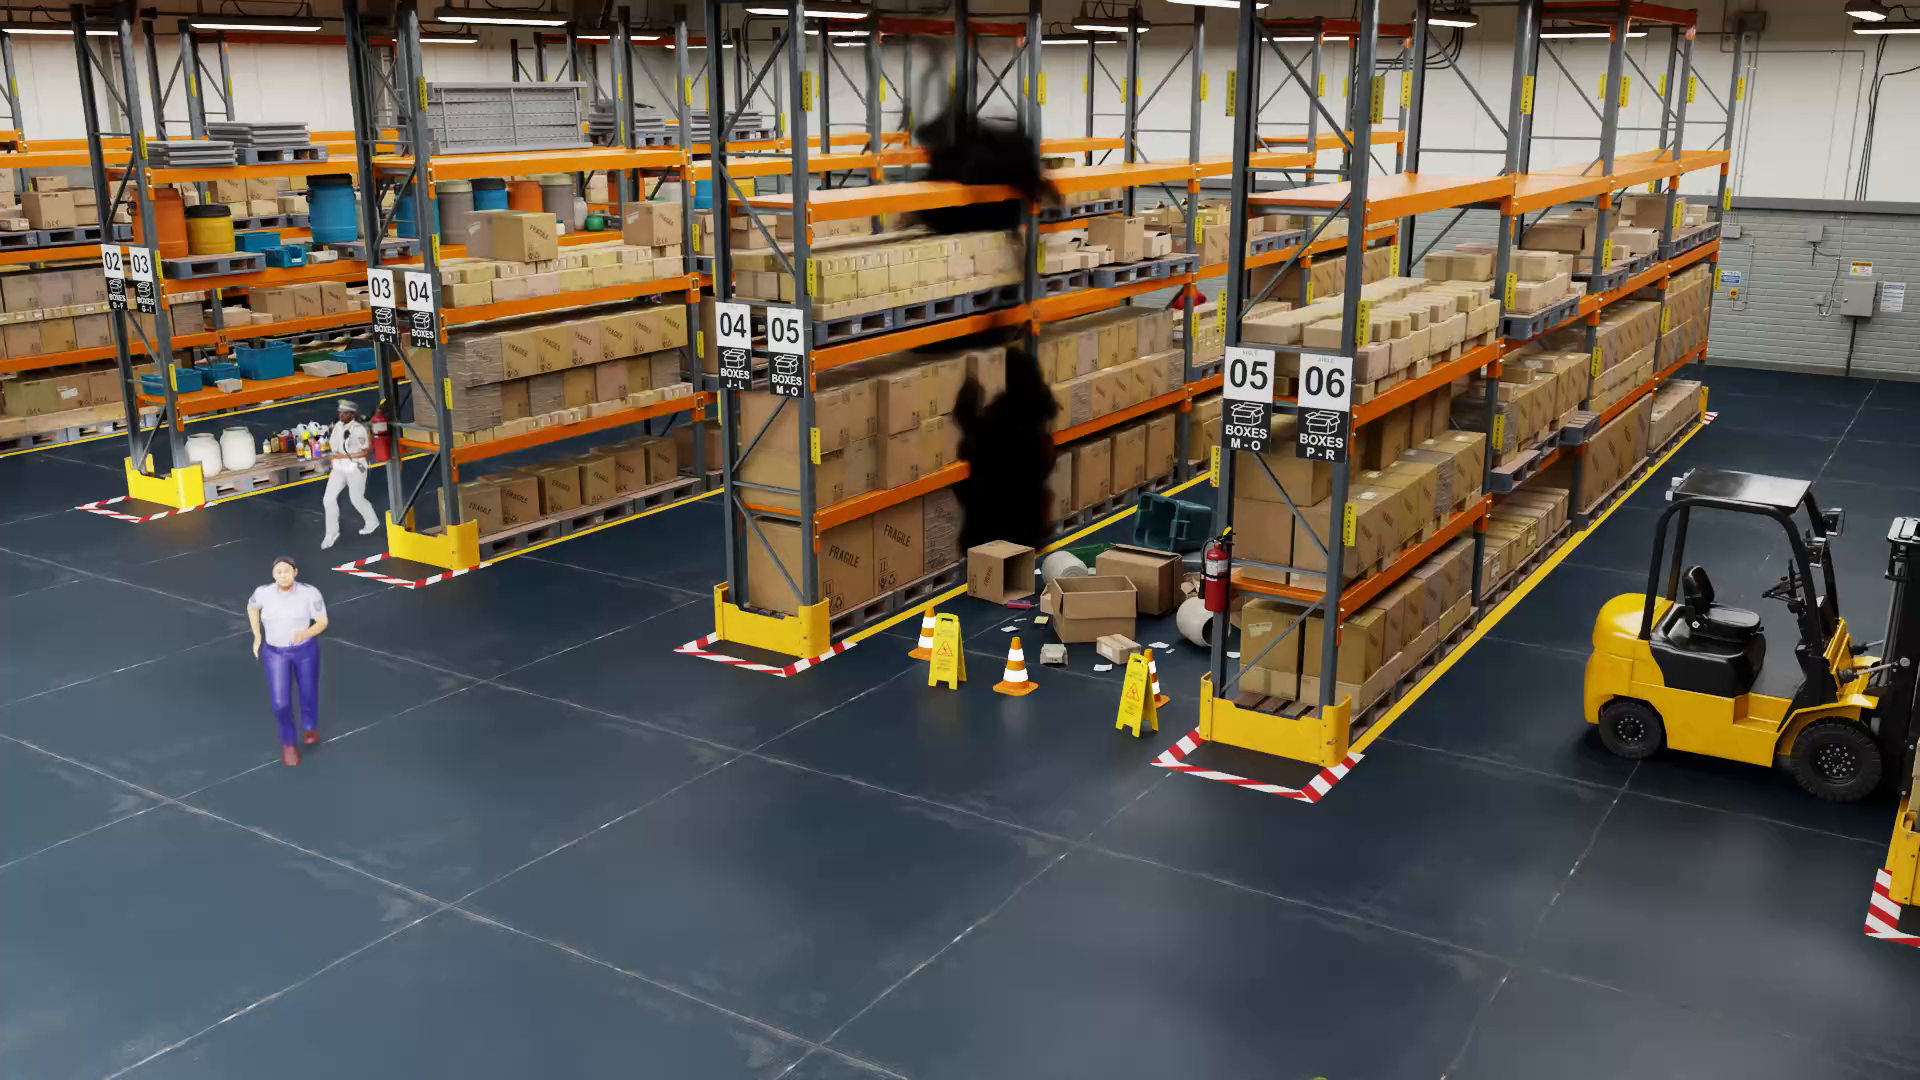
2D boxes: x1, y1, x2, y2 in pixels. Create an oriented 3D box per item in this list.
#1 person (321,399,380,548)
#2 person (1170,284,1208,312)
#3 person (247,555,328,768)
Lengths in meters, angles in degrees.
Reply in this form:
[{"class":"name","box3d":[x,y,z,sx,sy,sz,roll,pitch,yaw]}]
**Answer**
[{"class":"person","box3d":[-6.919,-0.776,18.957,0.571,1.724,0.772,6,17,22]},{"class":"person","box3d":[4.187,-3.938,30.295,0.731,1.653,0.554,3,16,11]},{"class":"person","box3d":[-5.161,0.936,12.864,0.571,1.669,0.775,-6,17,-21]}]
